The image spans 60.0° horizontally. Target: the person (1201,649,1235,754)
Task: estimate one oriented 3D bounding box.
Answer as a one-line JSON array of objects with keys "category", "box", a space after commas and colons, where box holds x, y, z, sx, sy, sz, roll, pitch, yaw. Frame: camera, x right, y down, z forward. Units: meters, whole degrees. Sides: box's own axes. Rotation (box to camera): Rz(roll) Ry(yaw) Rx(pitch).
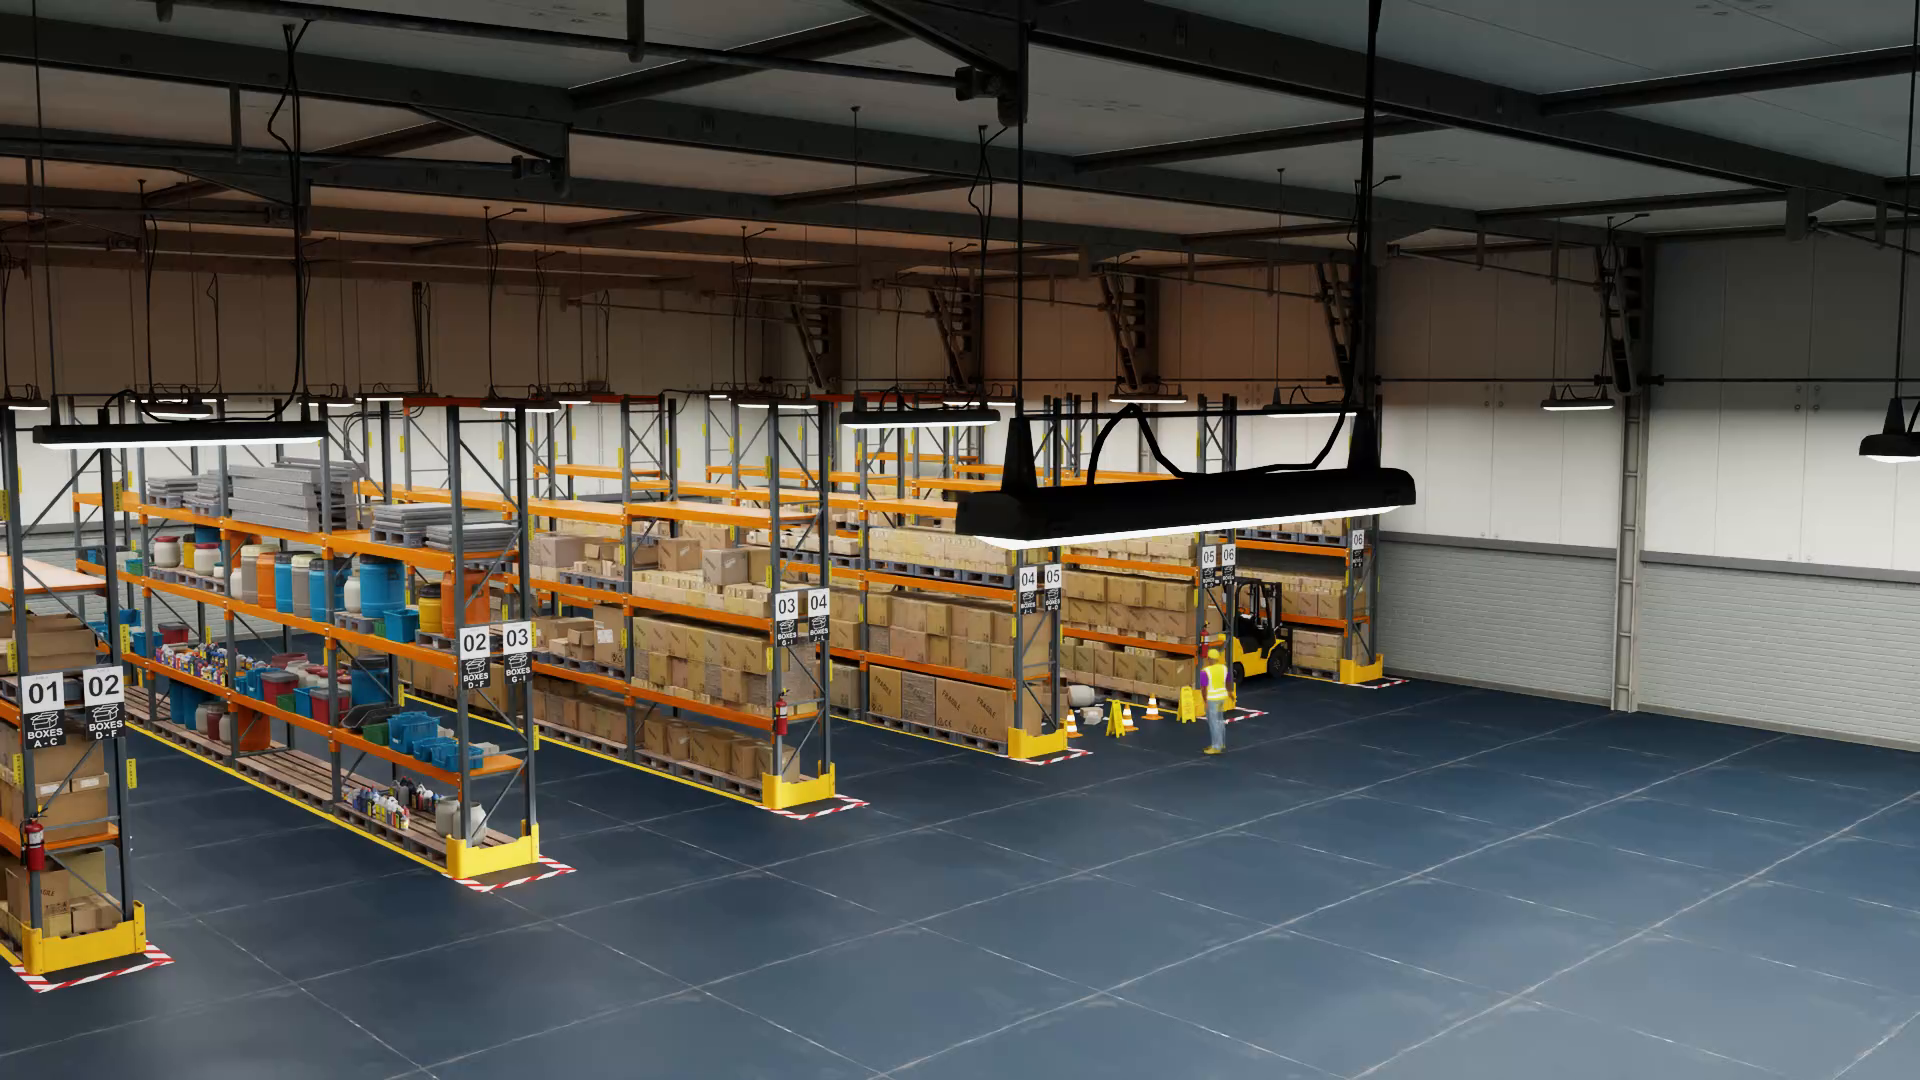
[{"category": "person", "box": [4.354, 2.714, 28.241, 0.762, 1.777, 0.468, -4, 7, -37]}]
